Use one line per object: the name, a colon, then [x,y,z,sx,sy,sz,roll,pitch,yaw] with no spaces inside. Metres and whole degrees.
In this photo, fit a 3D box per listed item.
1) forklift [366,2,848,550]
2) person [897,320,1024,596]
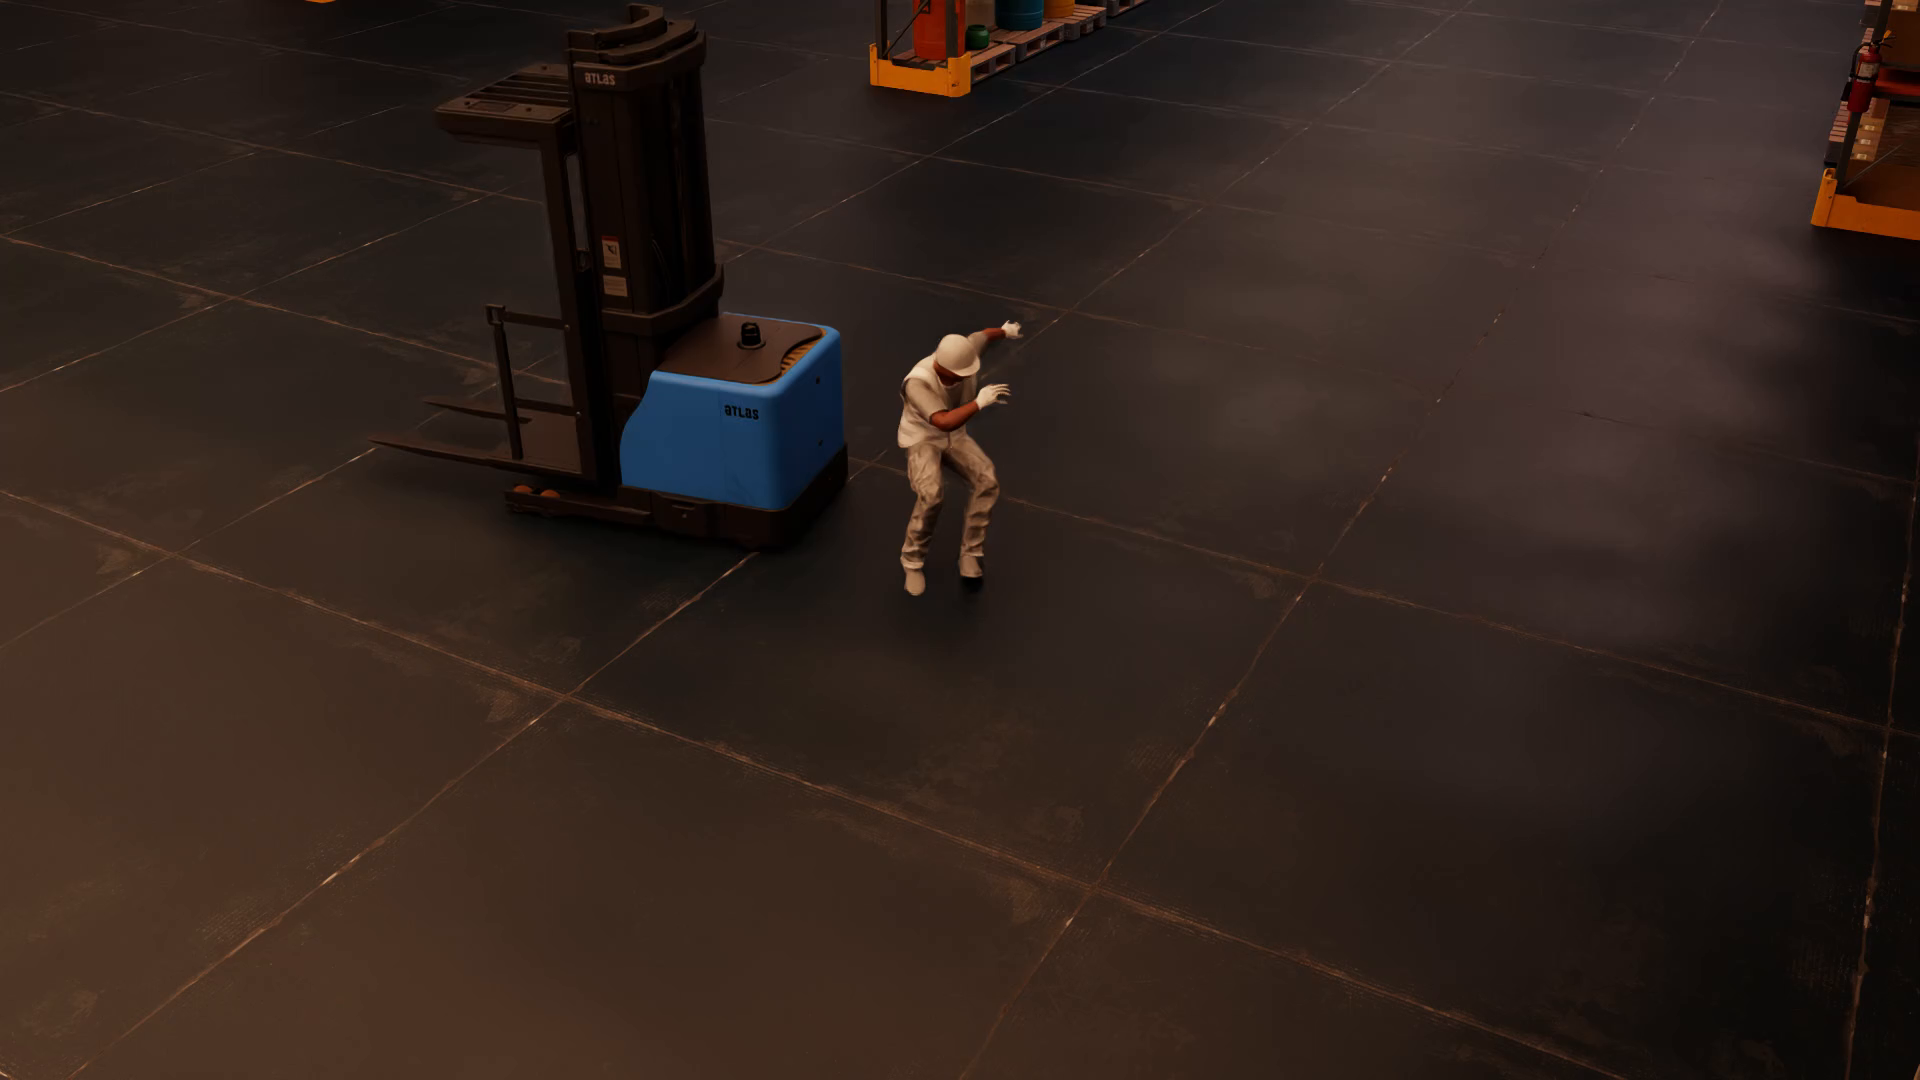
forklift: [-2.285,-1.646,9.922,3.031,2.935,1.130,10,31,16]
person: [0.093,-0.593,9.633,1.336,1.449,0.859,-22,37,-33]
